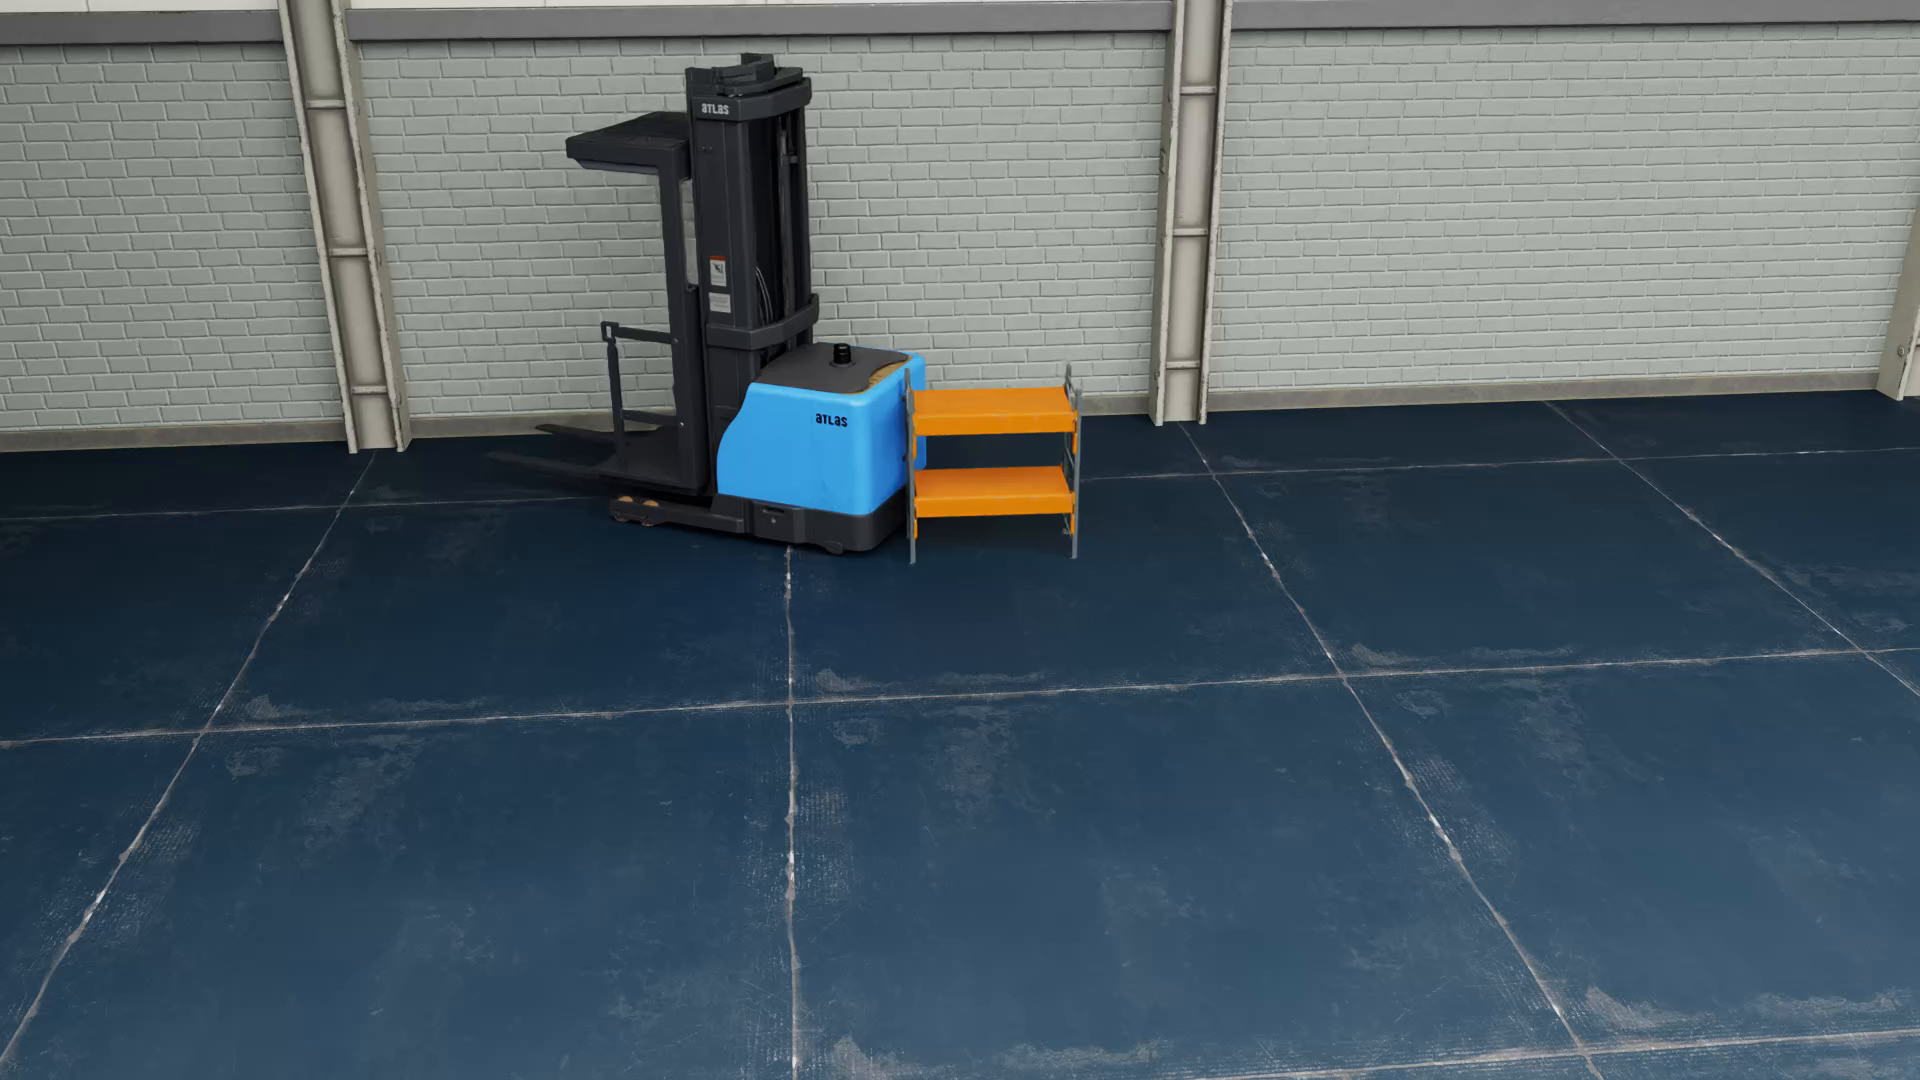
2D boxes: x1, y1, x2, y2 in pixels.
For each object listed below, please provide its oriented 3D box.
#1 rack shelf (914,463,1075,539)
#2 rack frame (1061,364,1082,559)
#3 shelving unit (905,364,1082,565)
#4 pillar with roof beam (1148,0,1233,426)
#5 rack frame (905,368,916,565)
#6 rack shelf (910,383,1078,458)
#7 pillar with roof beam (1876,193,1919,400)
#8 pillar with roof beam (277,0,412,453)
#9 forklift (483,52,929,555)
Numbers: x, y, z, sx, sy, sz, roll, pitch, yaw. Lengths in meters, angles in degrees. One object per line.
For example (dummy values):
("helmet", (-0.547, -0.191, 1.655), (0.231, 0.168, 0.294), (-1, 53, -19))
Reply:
("rack shelf", (0.195, -0.254, 10.540), (1.000, 0.278, 0.538), (-2, 24, -4))
("rack frame", (0.702, -0.494, 10.476), (0.032, 1.125, 0.500), (-2, 24, -4))
("shelving unit", (0.195, -0.478, 10.440), (1.048, 1.125, 0.538), (-2, 24, -4))
("pillar with roof beam", (2.100, -3.317, 7.134), (0.400, 9.000, 9.100), (-2, 24, -5))
("rack frame", (-0.312, -0.462, 10.404), (0.032, 1.125, 0.500), (-2, 24, -4))
("rack shelf", (0.195, -0.745, 10.321), (1.000, 0.278, 0.538), (-2, 24, -4))
("pillar with roof beam", (8.071, -3.557, 7.673), (0.400, 9.000, 9.100), (-2, 24, -5))
("pillar with roof beam", (-3.871, -3.078, 6.595), (0.400, 9.000, 9.100), (-2, 24, -5))
("forklift", (-1.779, -1.617, 10.779), (3.031, 2.935, 1.130), (9, 26, 20))
